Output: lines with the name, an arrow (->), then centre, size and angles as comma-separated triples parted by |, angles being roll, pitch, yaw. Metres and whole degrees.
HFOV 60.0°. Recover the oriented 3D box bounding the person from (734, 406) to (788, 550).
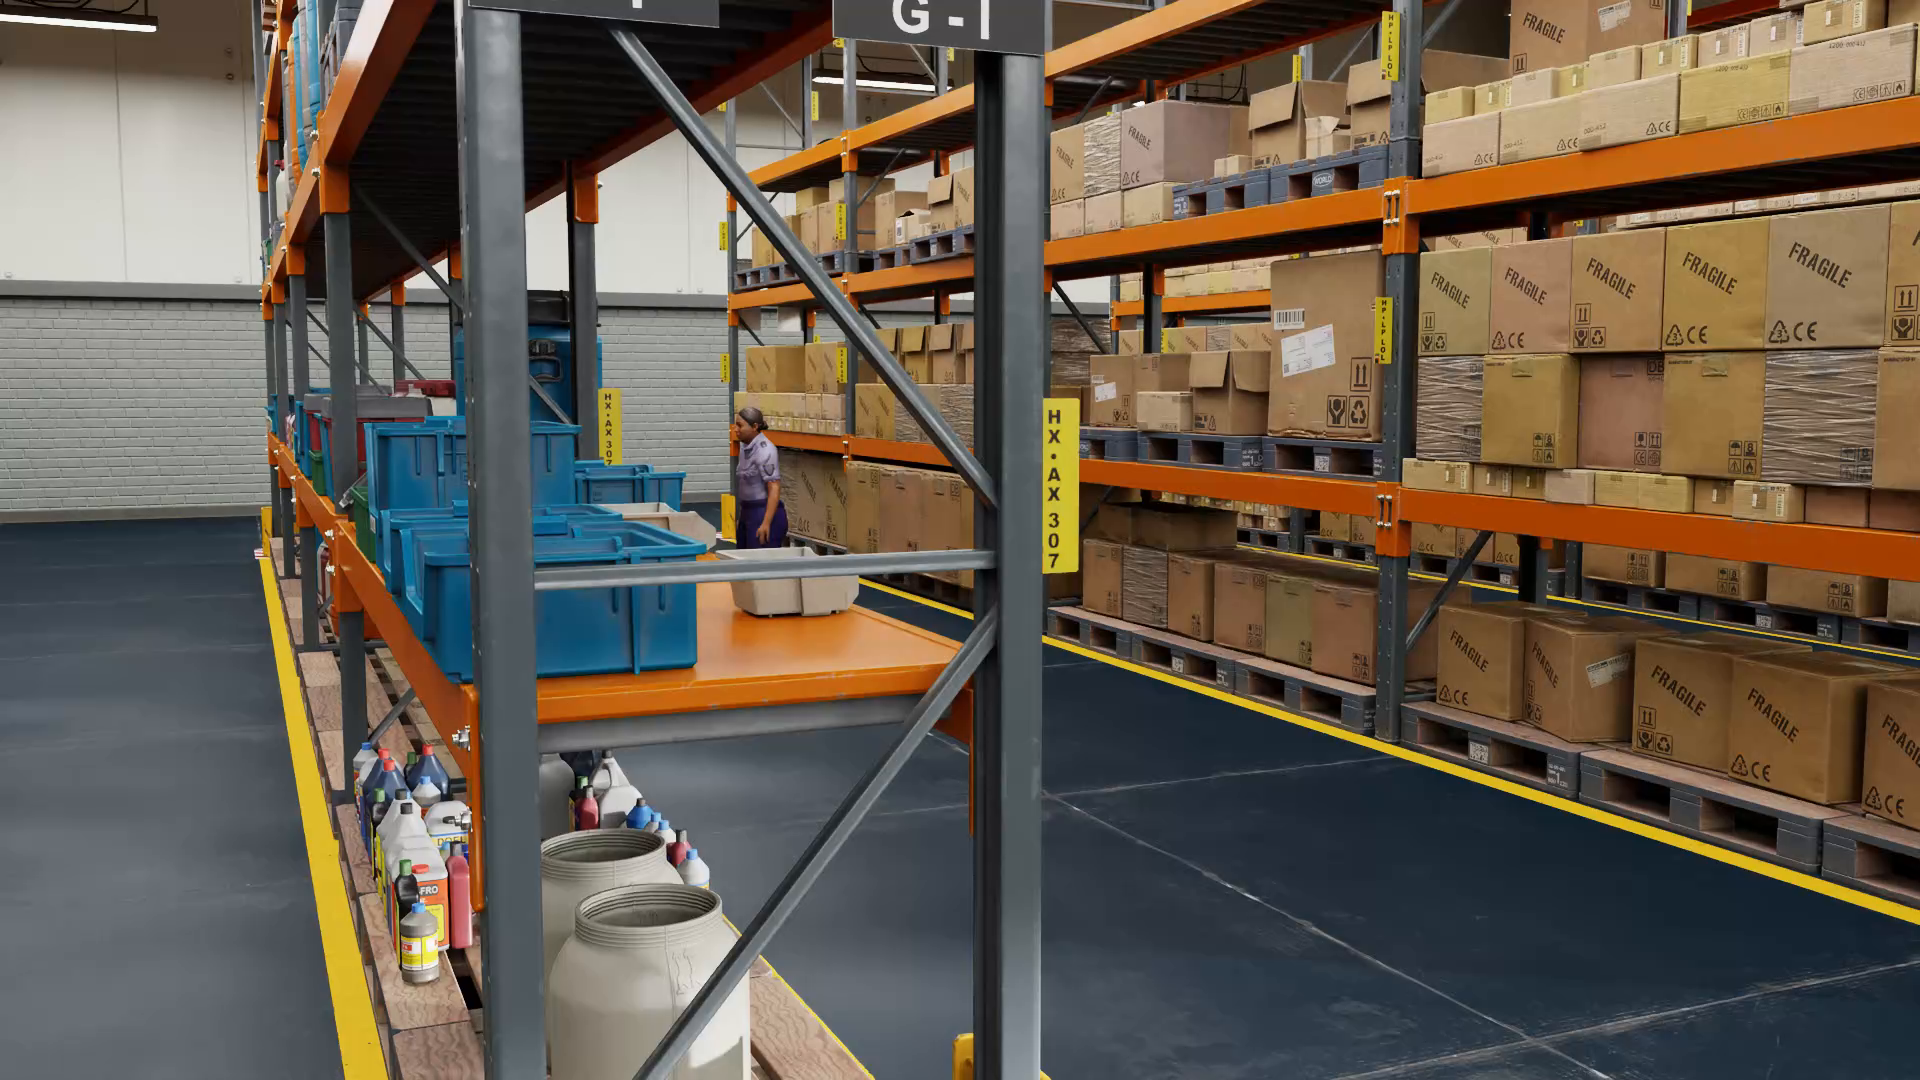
person -> -1.429, -0.115, 11.736 | 0.369, 1.653, 0.563 | -3, 6, -27
